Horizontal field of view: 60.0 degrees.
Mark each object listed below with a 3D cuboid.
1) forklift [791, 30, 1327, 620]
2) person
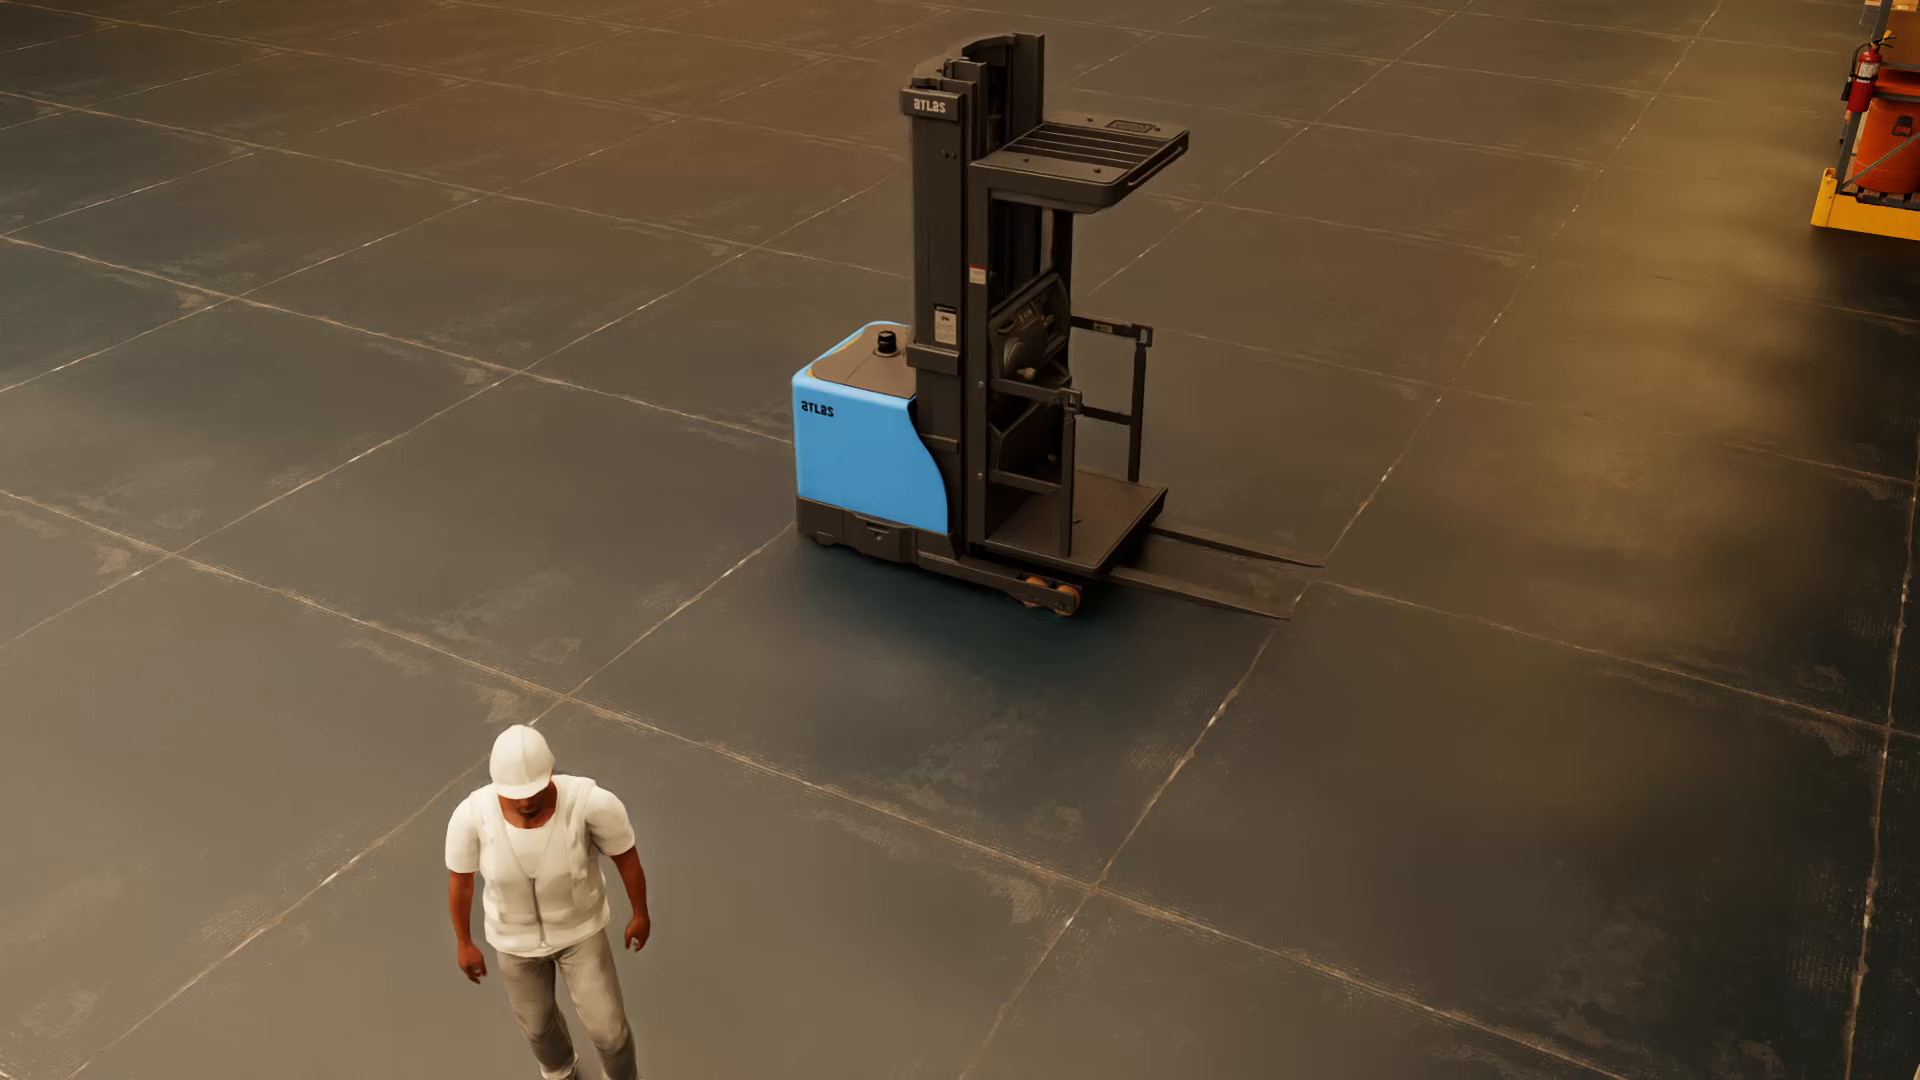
[{"bbox_3d":[0.566,-1.151,9.065,3.031,2.935,1.130,14,33,23],"label":"forklift"},{"bbox_3d":[-1.437,1.414,5.851,0.677,1.786,0.498,-4,30,-7],"label":"person"}]
